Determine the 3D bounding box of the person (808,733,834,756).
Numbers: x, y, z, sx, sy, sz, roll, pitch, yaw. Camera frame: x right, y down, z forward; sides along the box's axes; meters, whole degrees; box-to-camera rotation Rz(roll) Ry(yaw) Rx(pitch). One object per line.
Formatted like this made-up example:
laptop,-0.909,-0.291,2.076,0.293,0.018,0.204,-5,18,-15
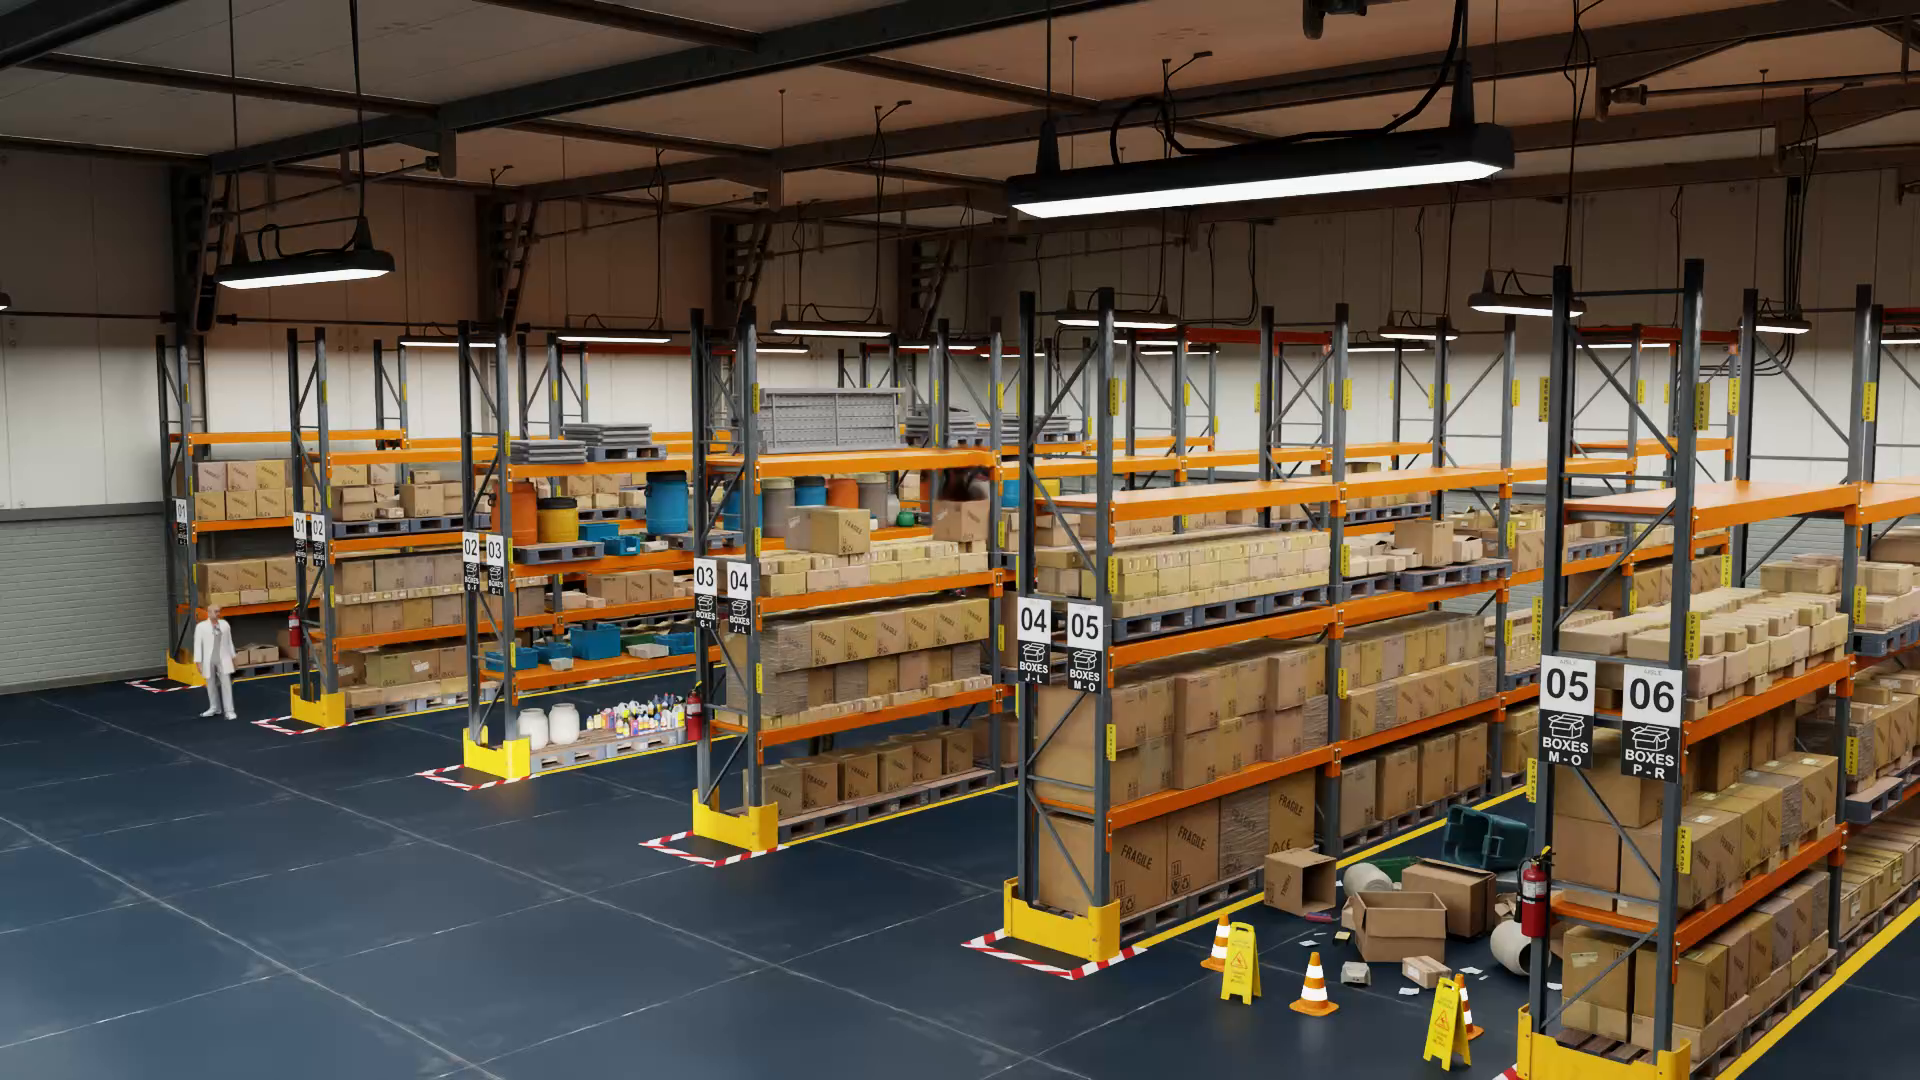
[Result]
person,-1.819,2.356,22.100,0.606,1.636,0.523,-2,6,-18

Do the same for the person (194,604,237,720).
person,-11.504,1.874,25.678,0.602,1.766,0.699,-2,6,-25
